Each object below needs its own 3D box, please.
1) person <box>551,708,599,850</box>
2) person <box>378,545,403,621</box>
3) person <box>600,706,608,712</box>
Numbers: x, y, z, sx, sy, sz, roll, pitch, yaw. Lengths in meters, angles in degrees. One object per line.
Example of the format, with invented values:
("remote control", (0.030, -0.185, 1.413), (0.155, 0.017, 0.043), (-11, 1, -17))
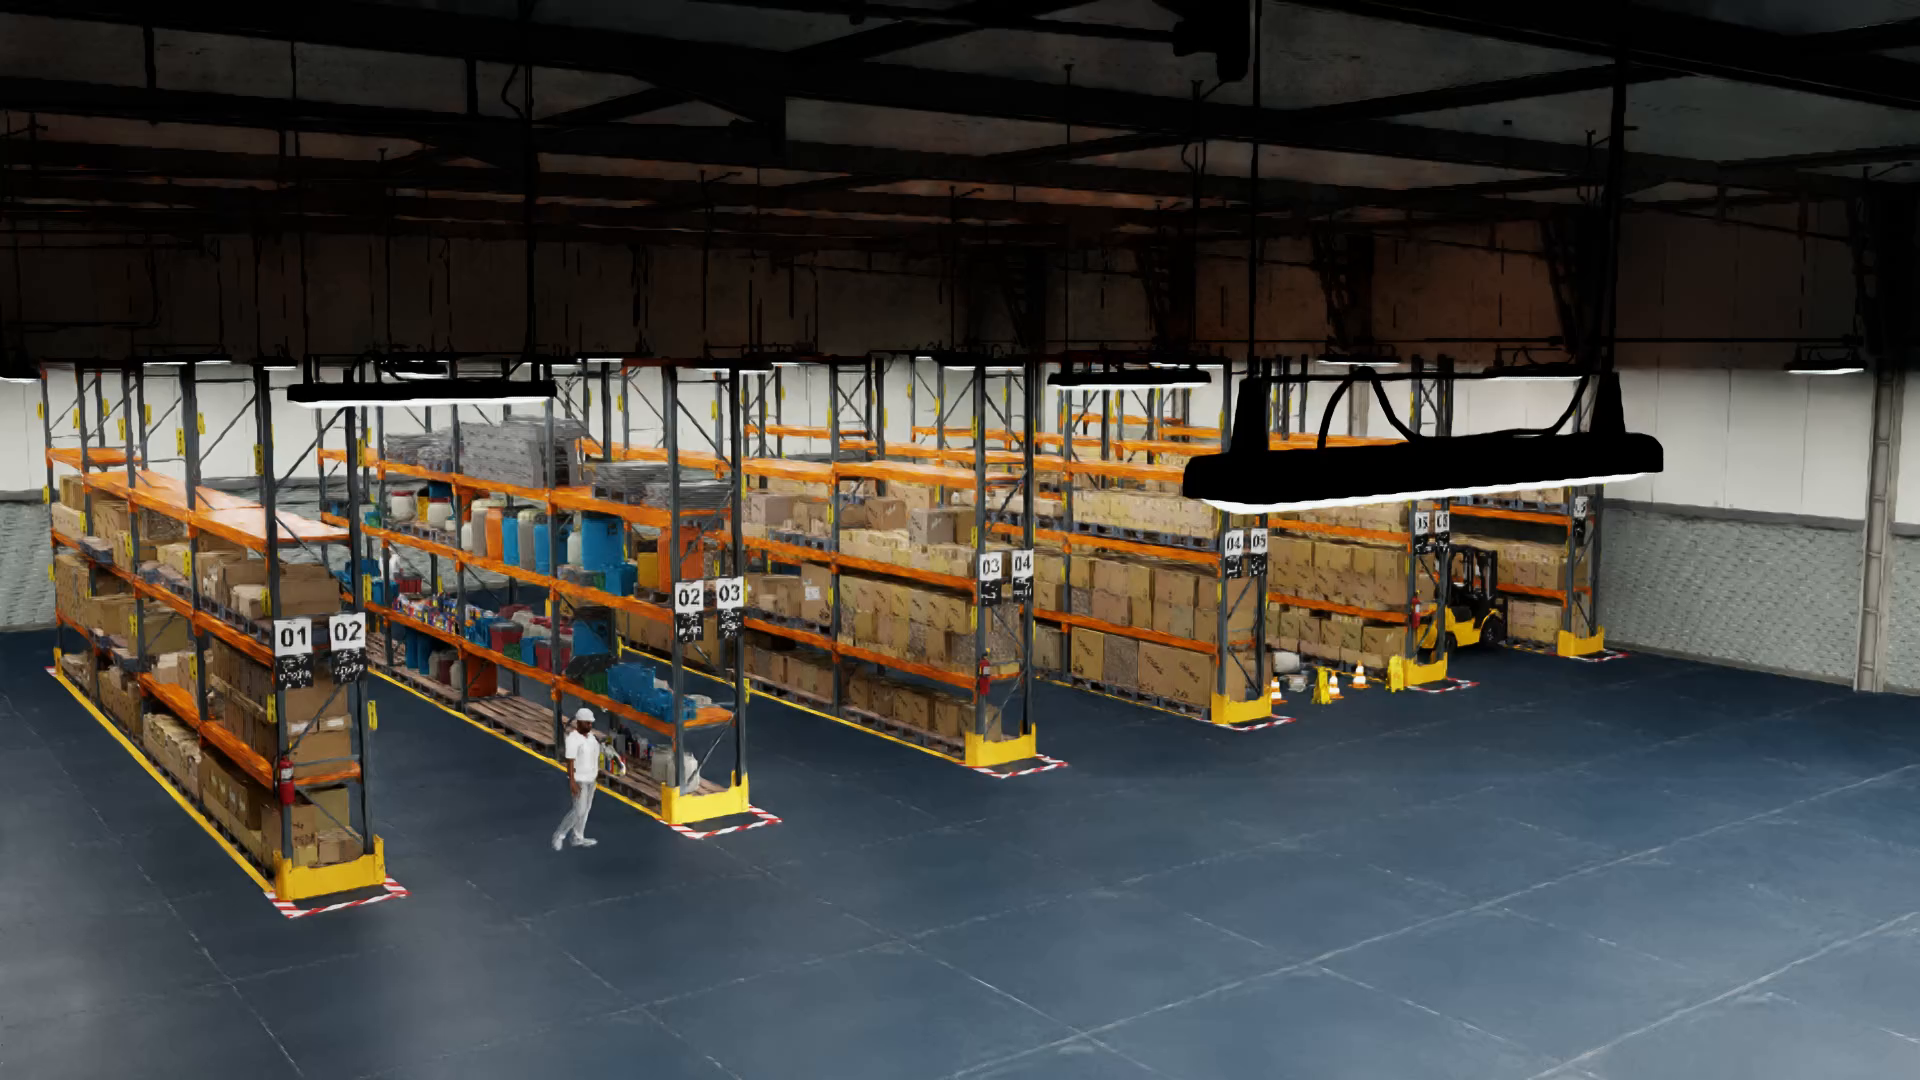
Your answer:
("person", (-4.784, 2.972, 20.702), (0.527, 1.757, 0.718), (2, 7, 14))
("person", (-12.868, 0.941, 37.651), (0.591, 1.772, 0.576), (0, 7, 0))
("person", (-6.198, 2.138, 28.588), (0.415, 1.517, 1.041), (-5, 9, -38))
